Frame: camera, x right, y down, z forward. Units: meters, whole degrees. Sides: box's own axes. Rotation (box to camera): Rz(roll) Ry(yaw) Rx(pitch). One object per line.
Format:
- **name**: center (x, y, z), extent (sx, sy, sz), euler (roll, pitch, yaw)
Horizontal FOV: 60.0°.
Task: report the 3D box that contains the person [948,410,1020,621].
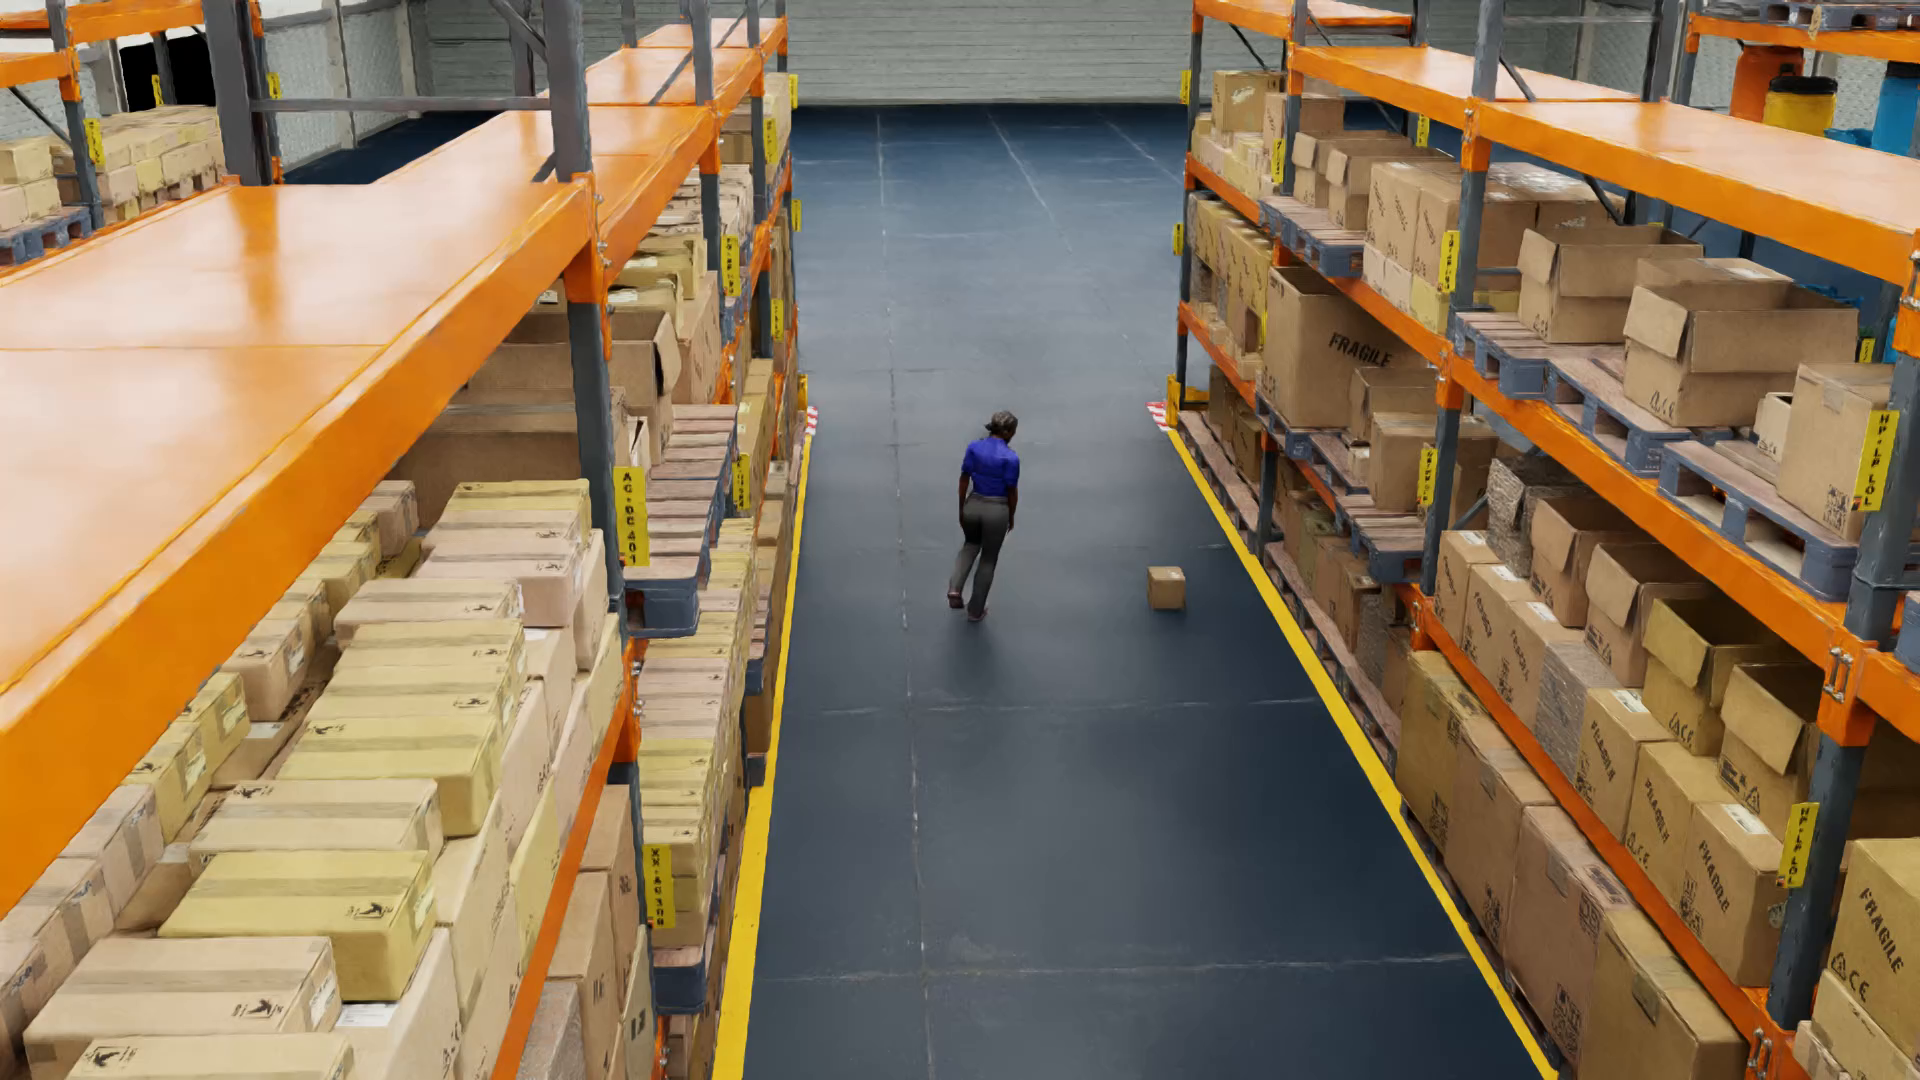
- **person**: center (0.195, -0.179, 12.399), extent (0.530, 1.634, 0.453), euler (10, 23, 25)
